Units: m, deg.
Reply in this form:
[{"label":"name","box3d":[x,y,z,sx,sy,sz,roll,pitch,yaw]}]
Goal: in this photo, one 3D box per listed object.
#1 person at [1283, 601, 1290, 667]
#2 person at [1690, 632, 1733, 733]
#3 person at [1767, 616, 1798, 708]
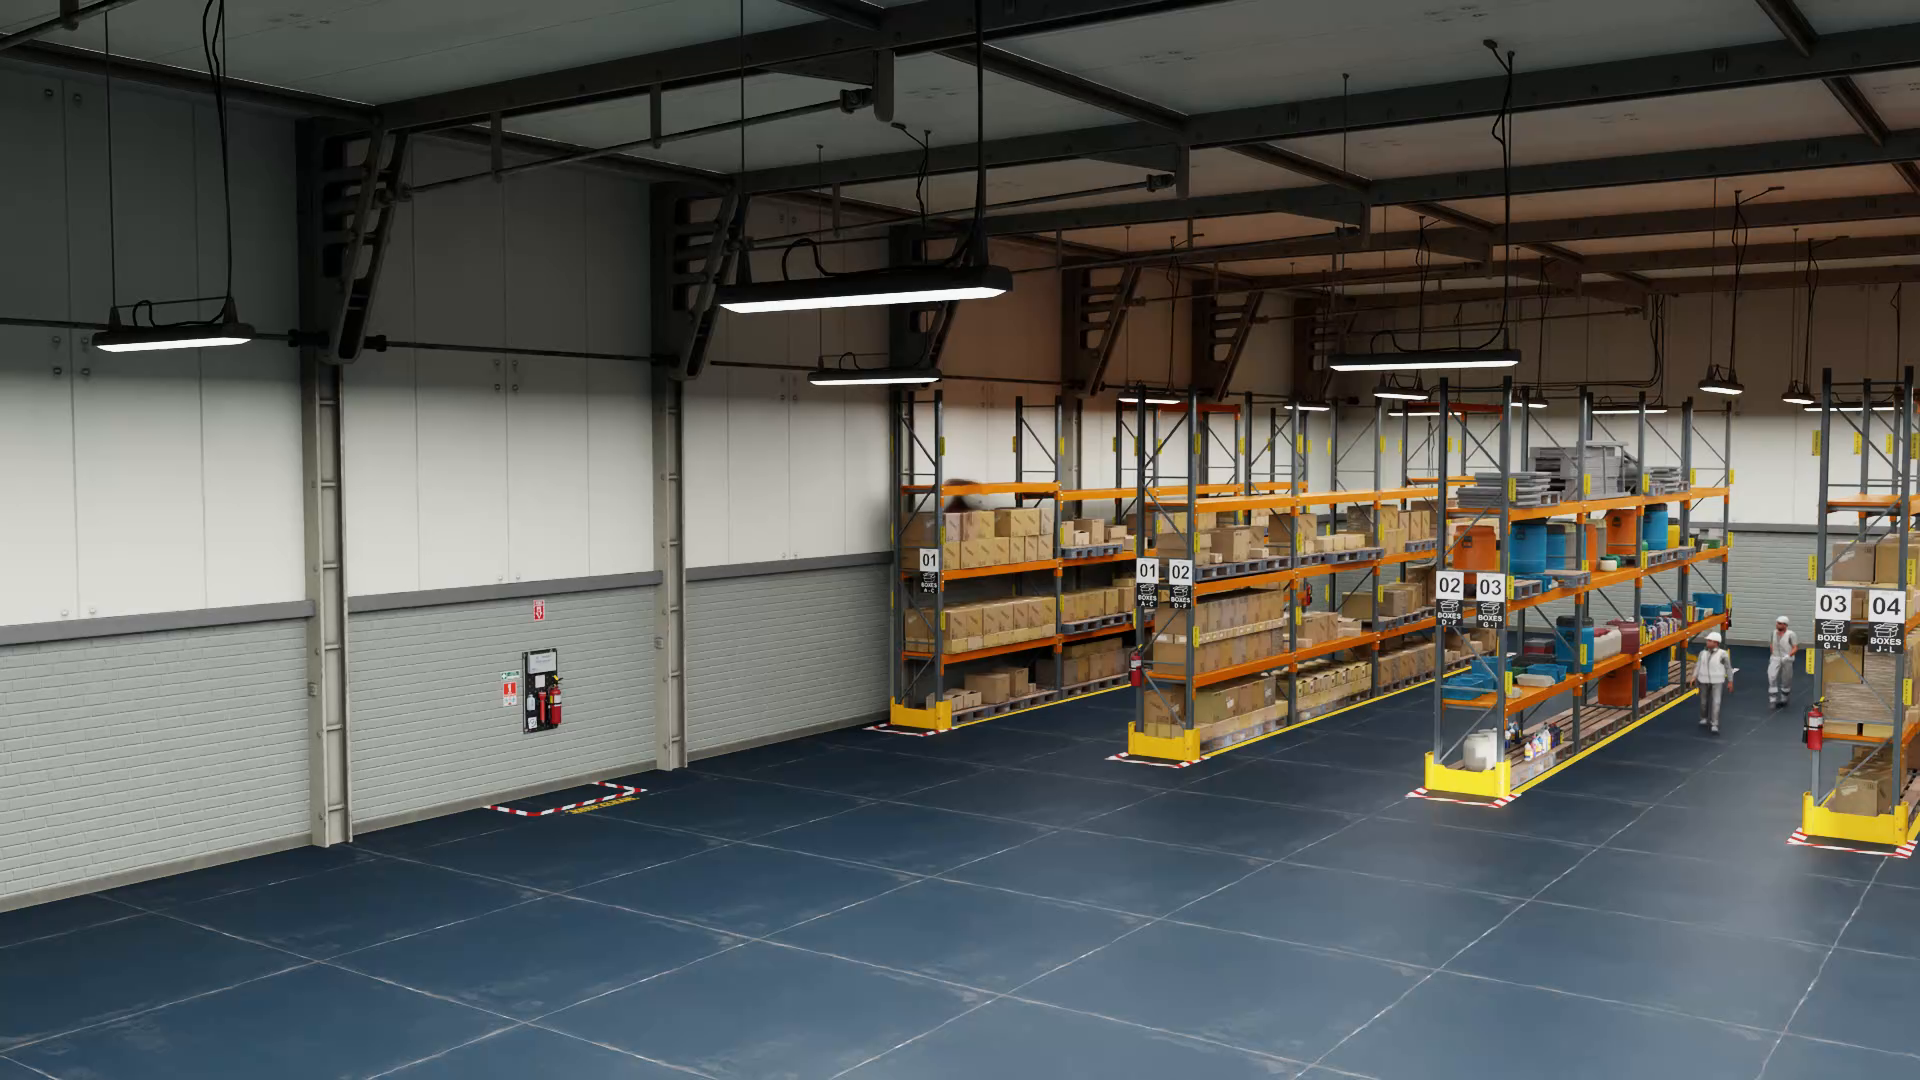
[{"label":"person","box3d":[7.160,2.145,36.110,0.499,1.650,0.928,3,4,39]},{"label":"person","box3d":[13.238,2.488,29.284,0.690,1.730,1.018,2,4,26]},{"label":"person","box3d":[15.853,2.362,32.030,0.548,1.812,0.877,2,4,38]}]
